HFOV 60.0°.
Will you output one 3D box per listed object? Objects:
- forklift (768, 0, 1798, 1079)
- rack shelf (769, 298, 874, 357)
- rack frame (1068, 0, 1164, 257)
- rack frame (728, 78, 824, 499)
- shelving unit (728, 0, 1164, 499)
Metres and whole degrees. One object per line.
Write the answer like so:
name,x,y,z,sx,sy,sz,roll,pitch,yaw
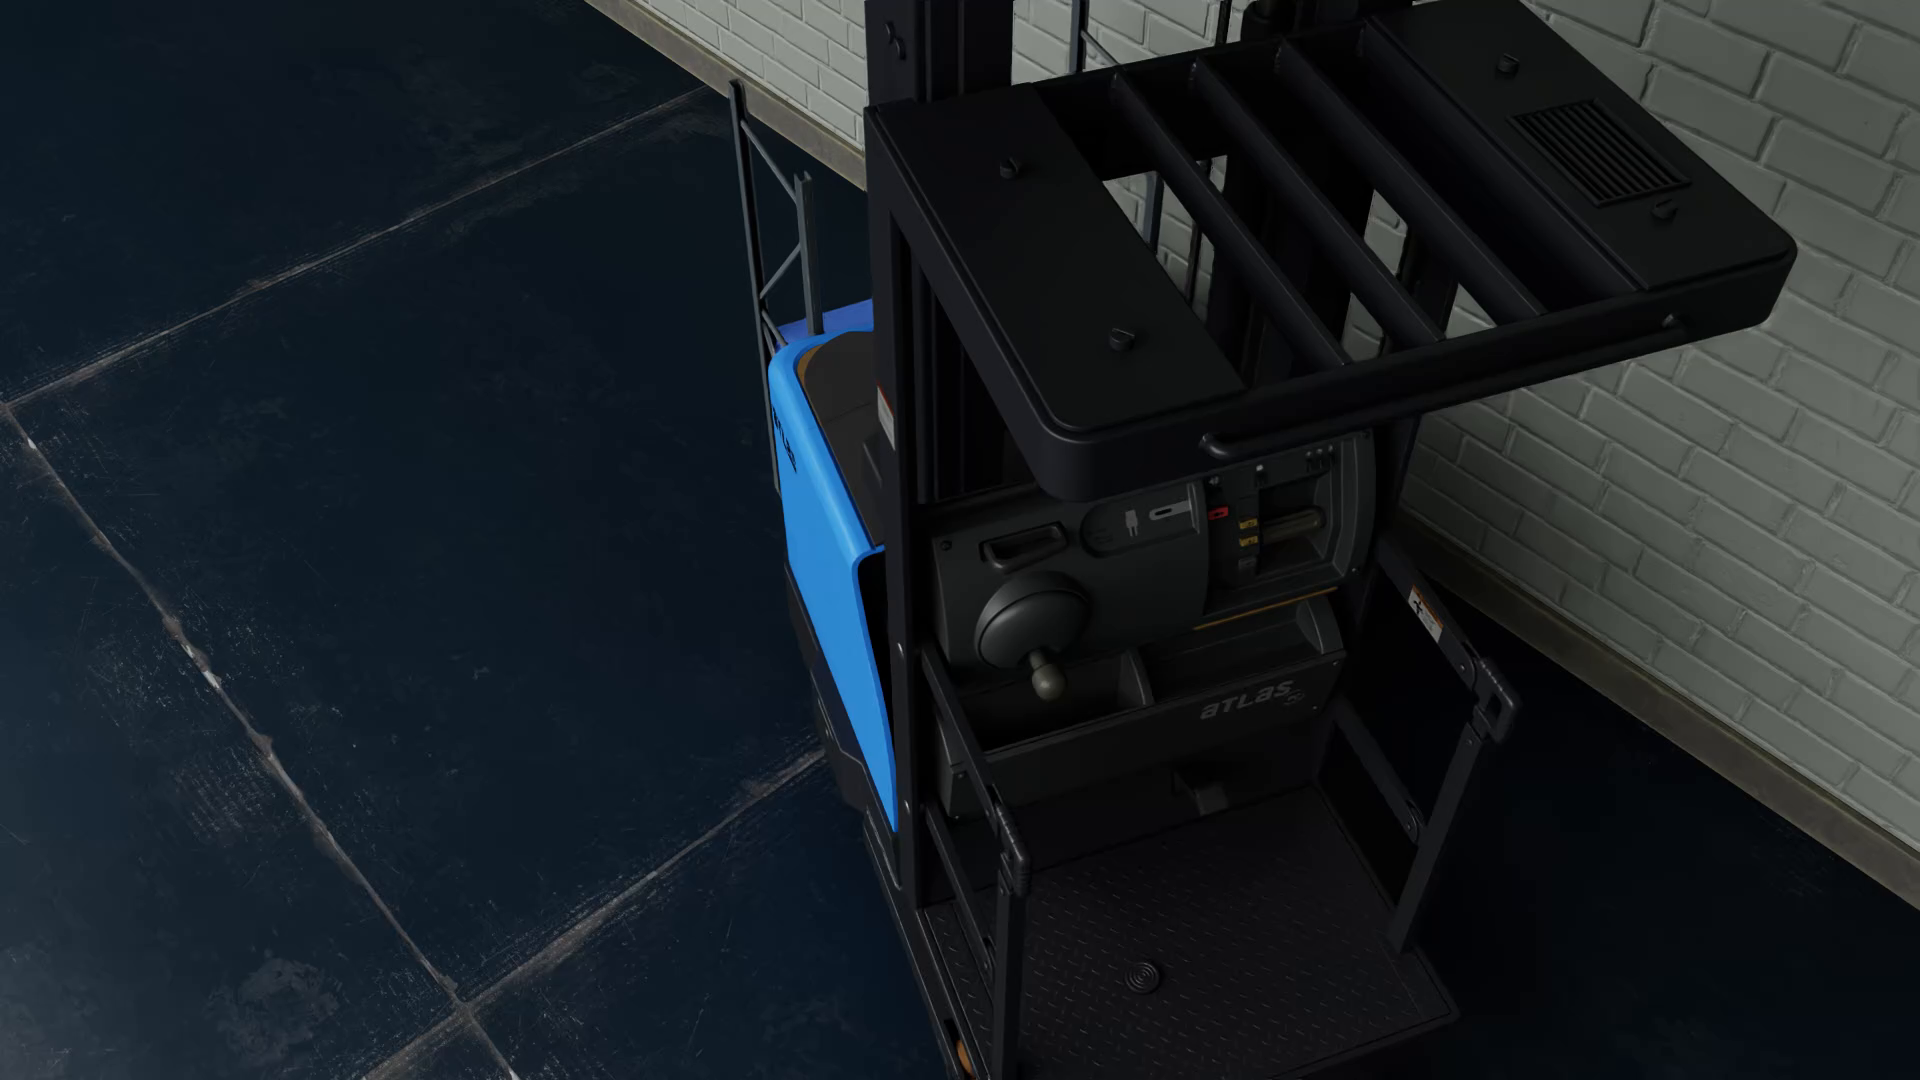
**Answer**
forklift,0.470,0.135,3.131,1.130,2.935,3.031,-15,49,-13
rack shelf,-0.022,-0.563,4.993,1.000,0.185,0.538,-20,50,-17
rack frame,0.435,-0.848,5.012,0.032,1.500,0.500,-20,50,-17
rack frame,-0.479,-0.521,4.710,0.032,1.500,0.500,-20,50,-17
shelving unit,-0.022,-0.685,4.861,1.048,1.500,0.538,-20,50,-17
